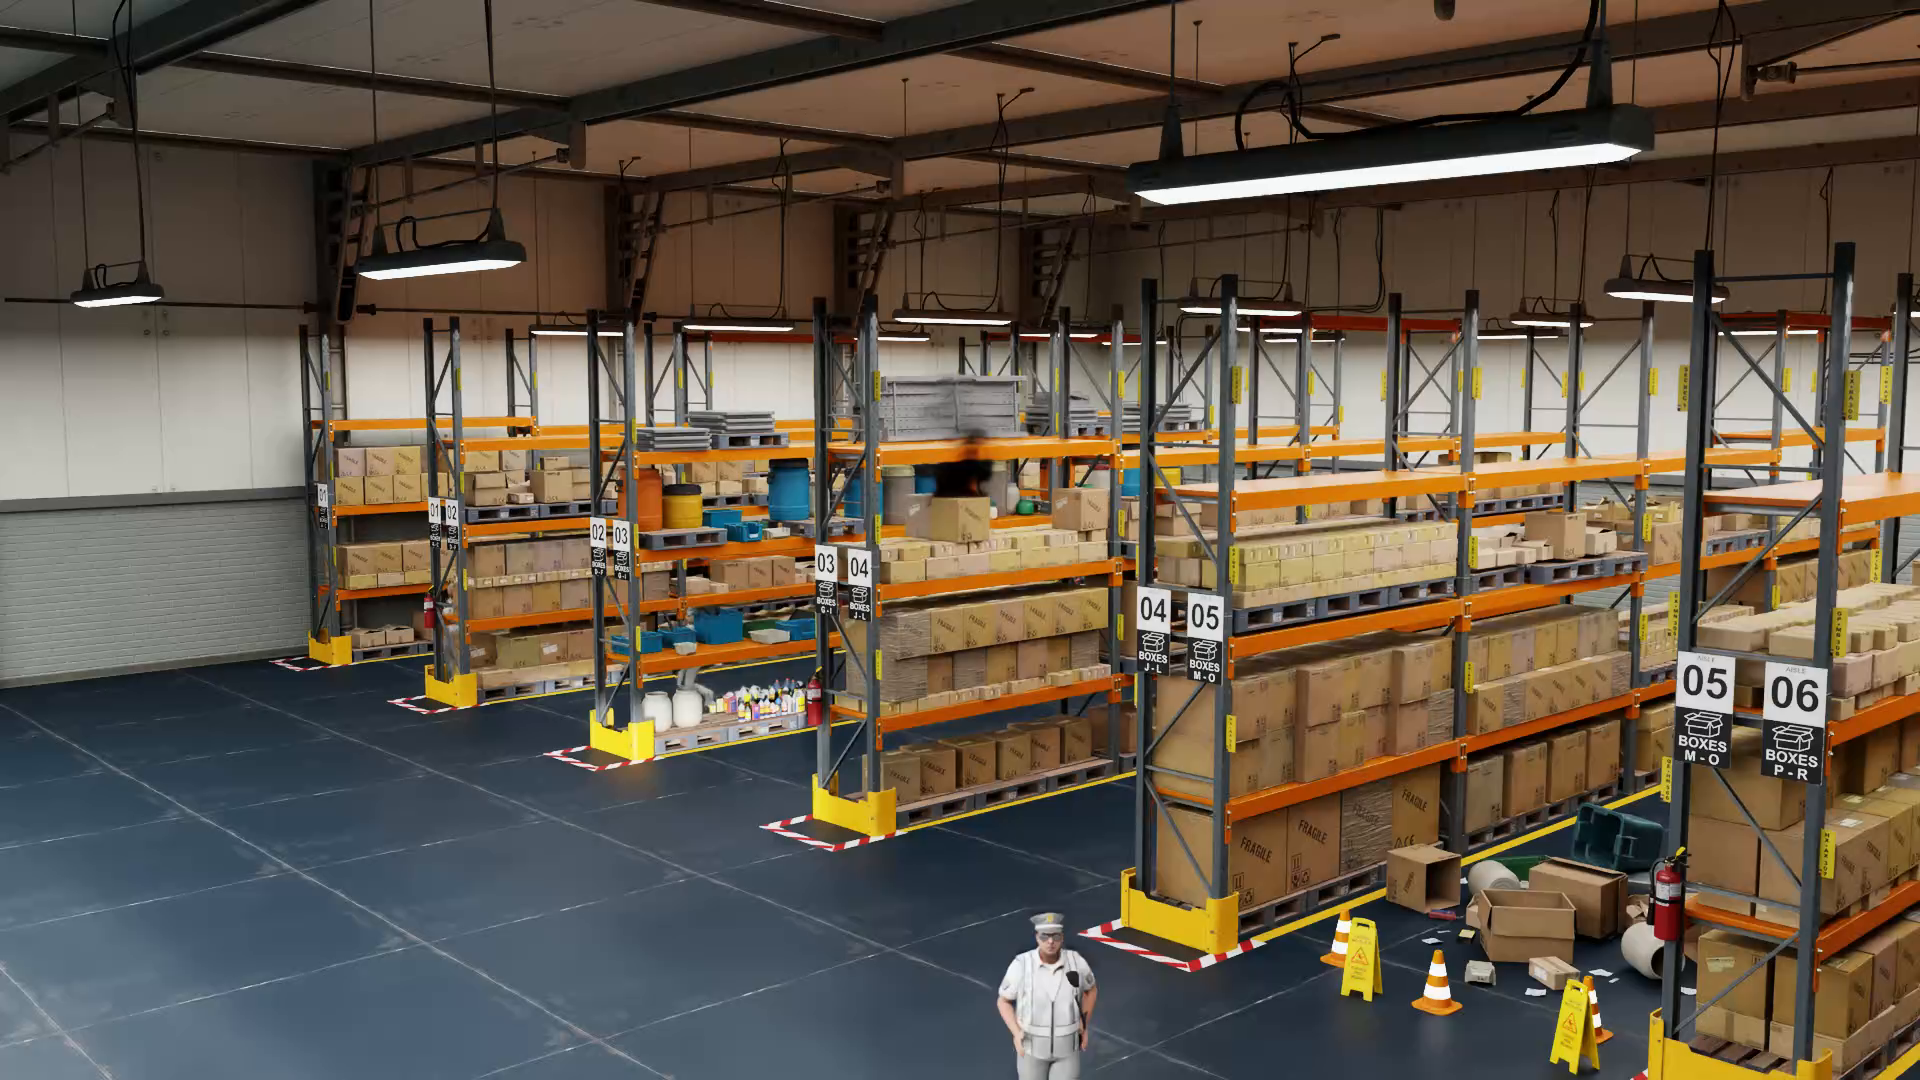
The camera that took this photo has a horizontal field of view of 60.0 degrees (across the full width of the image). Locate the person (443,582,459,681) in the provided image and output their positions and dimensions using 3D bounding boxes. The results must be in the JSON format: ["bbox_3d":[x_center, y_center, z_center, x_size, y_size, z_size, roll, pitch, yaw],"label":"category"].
[{"bbox_3d":[-8.446,1.538,27.921,0.566,1.705,0.783,4,7,38],"label":"person"}]

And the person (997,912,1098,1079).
[{"bbox_3d":[0.575,3.223,10.674,0.663,1.746,0.798,-1,6,-5],"label":"person"}]

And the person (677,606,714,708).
[{"bbox_3d":[-4.033,1.811,25.092,0.560,1.647,0.614,-5,8,-42],"label":"person"}]
